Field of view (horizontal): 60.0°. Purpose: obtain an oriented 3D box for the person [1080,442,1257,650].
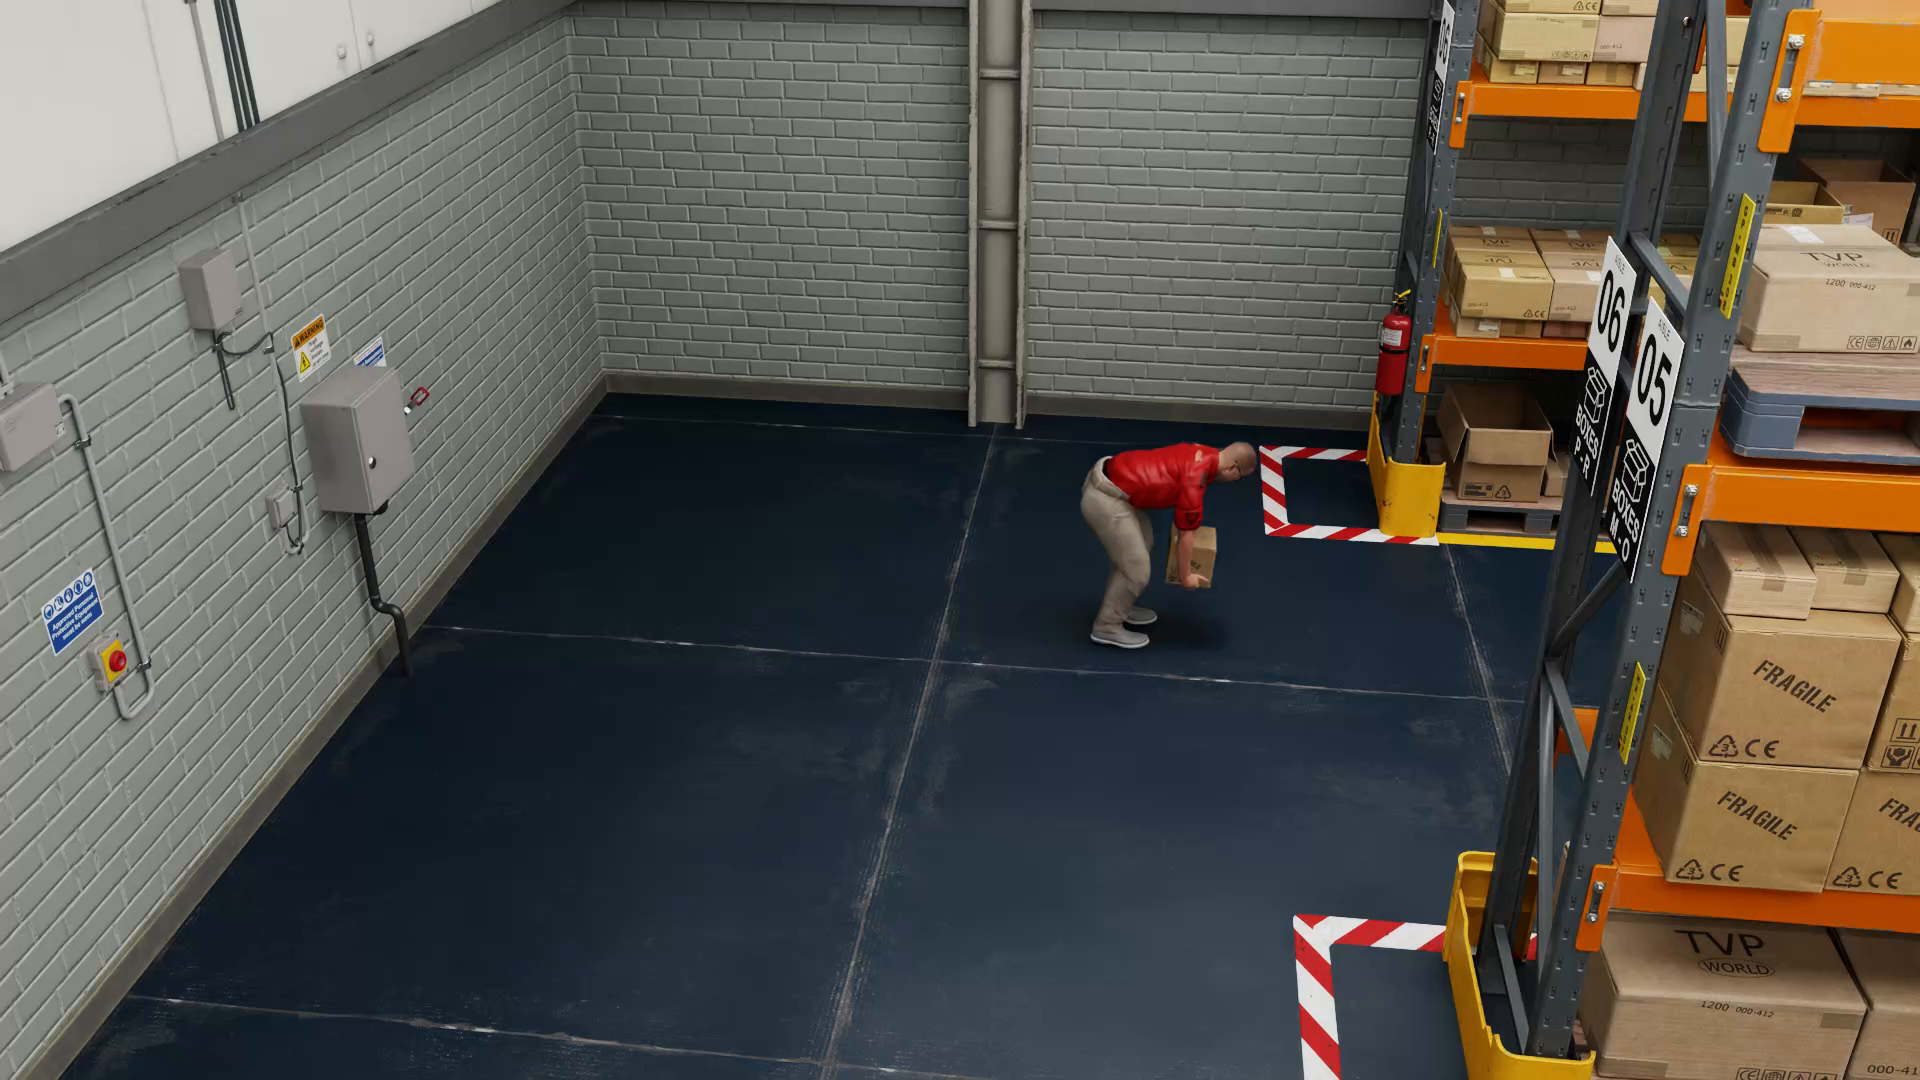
[{"bbox_3d":[1.131,-0.001,9.209,0.940,1.198,0.485,3,28,5],"label":"person"}]
